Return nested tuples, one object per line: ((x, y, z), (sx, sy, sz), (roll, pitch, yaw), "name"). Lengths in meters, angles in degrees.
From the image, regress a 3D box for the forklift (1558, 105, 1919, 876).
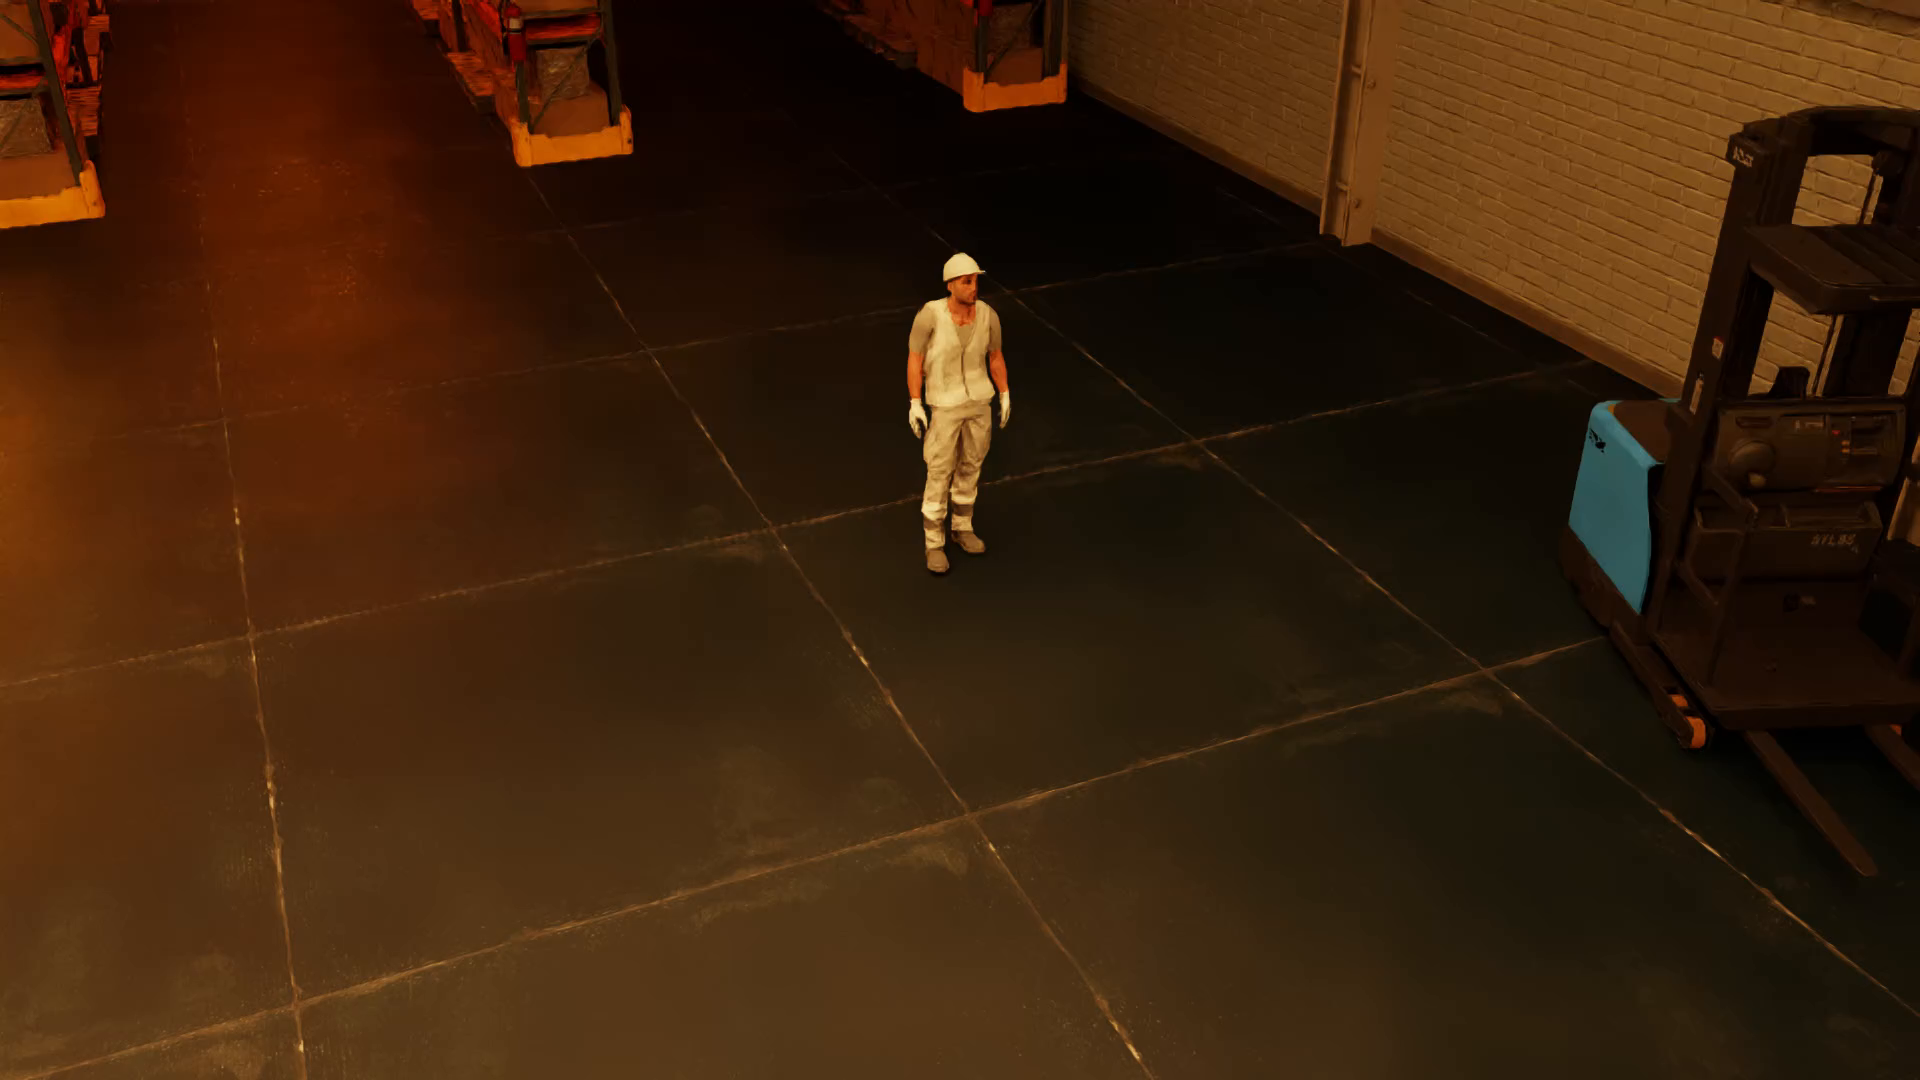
((4.109, -0.404, 7.827), (1.130, 2.935, 3.031), (-2, 30, -3), "forklift")

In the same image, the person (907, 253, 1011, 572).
((0.022, -0.744, 9.557), (0.637, 1.787, 0.563), (-12, 32, -20), "person")
